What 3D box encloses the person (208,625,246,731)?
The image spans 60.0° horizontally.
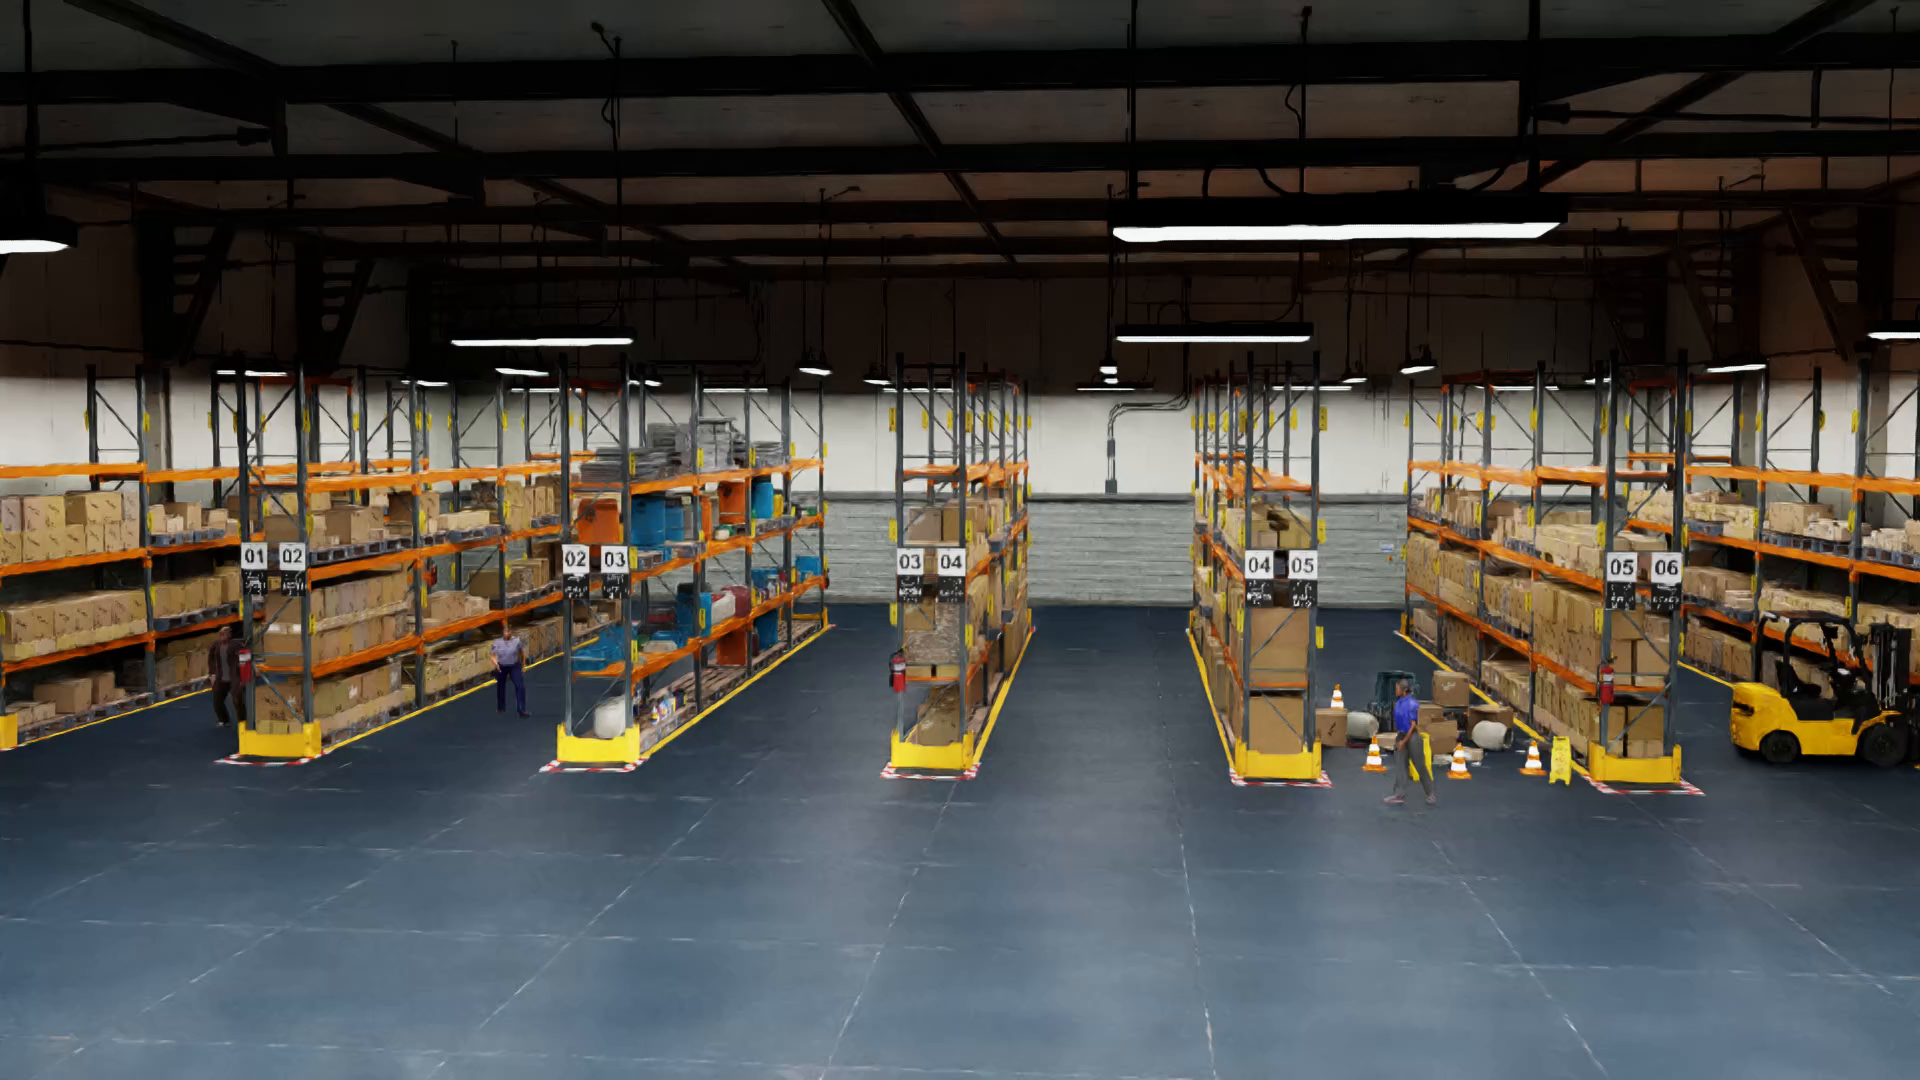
[{"bbox_3d":[-11.824,2.228,26.932,0.729,1.733,0.546,0,4,3],"label":"person"}]

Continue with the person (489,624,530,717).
[{"bbox_3d":[-7.662,2.193,28.313,0.655,1.578,0.824,-1,4,-11],"label":"person"}]

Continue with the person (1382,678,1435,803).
[{"bbox_3d":[5.915,2.638,21.820,0.686,1.632,0.488,-2,4,-21],"label":"person"}]

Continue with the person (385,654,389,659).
[{"bbox_3d":[-11.835,1.688,34.280,0.456,1.752,0.607,-2,4,-22],"label":"person"}]
